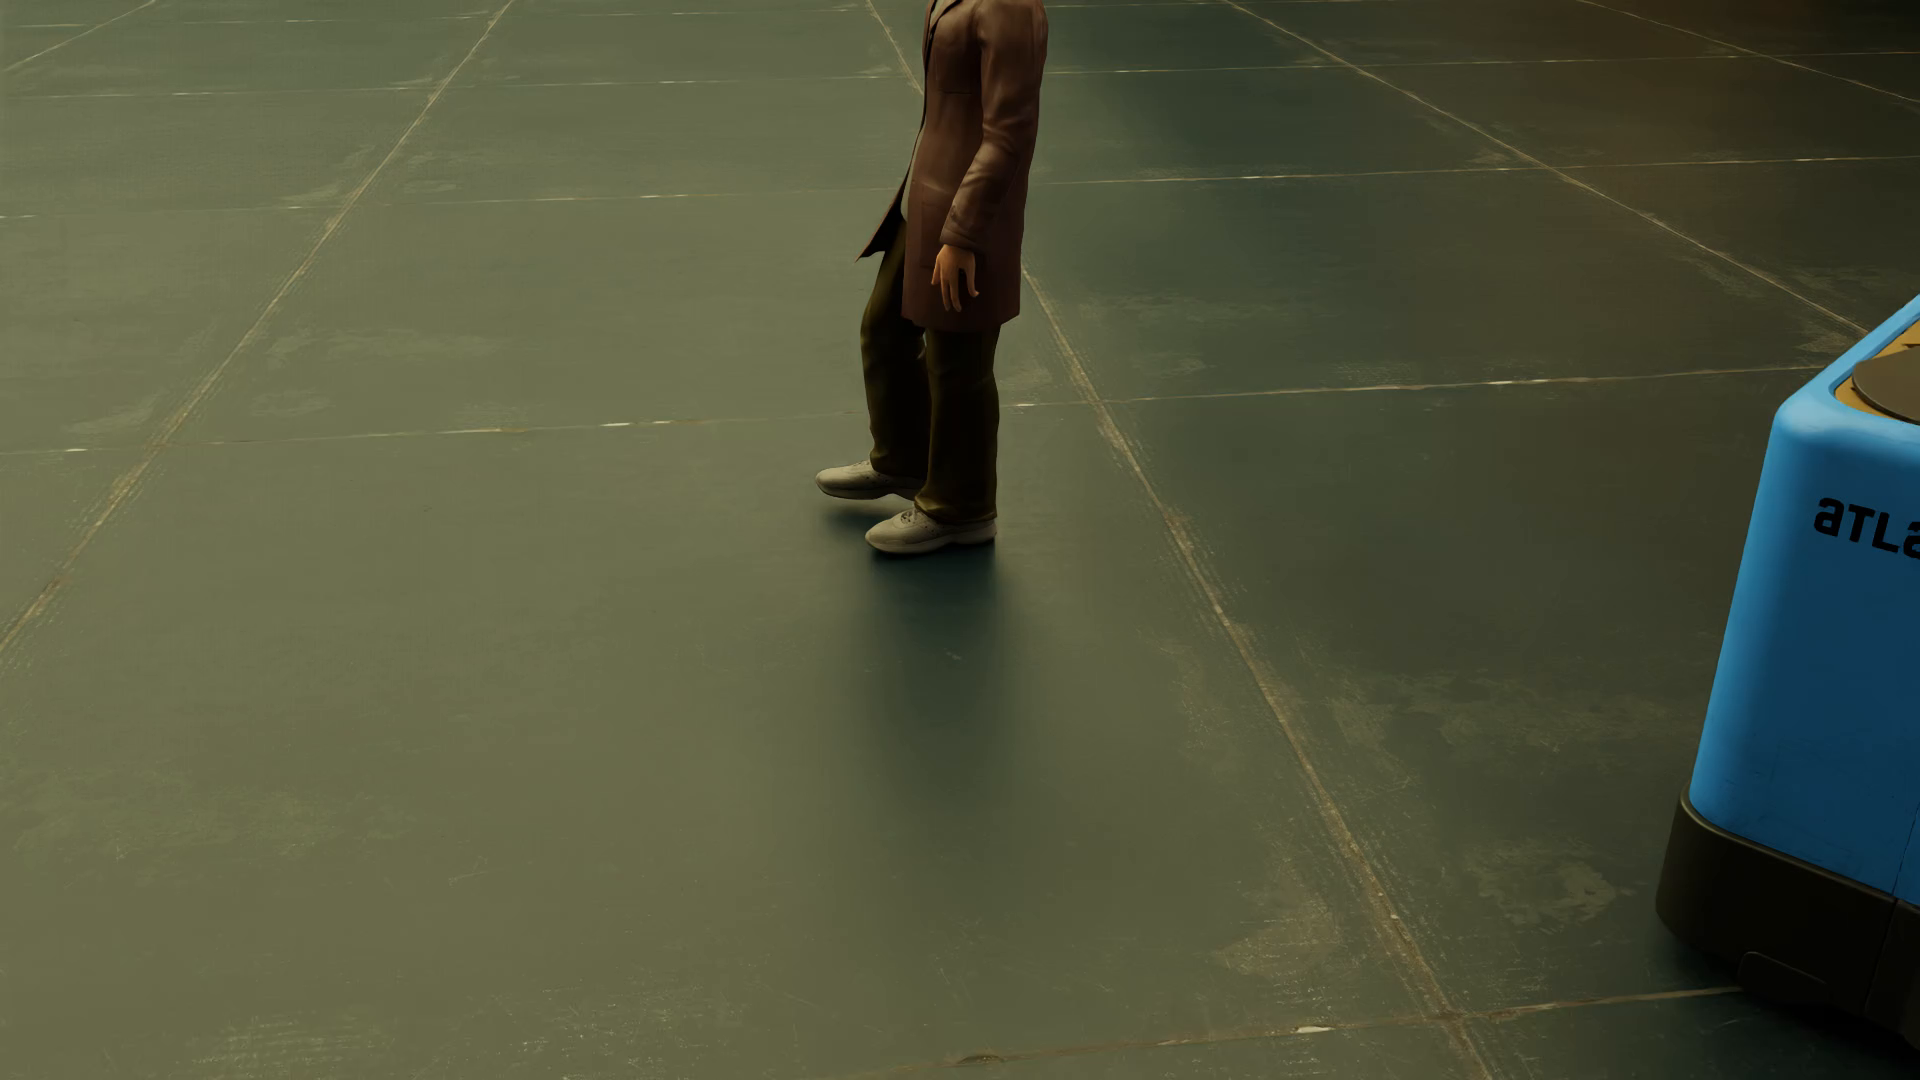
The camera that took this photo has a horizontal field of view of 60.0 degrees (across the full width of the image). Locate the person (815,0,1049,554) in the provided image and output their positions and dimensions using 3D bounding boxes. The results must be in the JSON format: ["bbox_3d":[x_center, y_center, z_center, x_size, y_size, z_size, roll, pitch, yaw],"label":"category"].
[{"bbox_3d":[-0.092,-0.803,4.210,0.580,1.777,0.696,-3,26,-7],"label":"person"}]

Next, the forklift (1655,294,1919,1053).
[{"bbox_3d":[2.702,-0.296,1.844,3.031,2.935,1.130,21,33,37],"label":"forklift"}]
